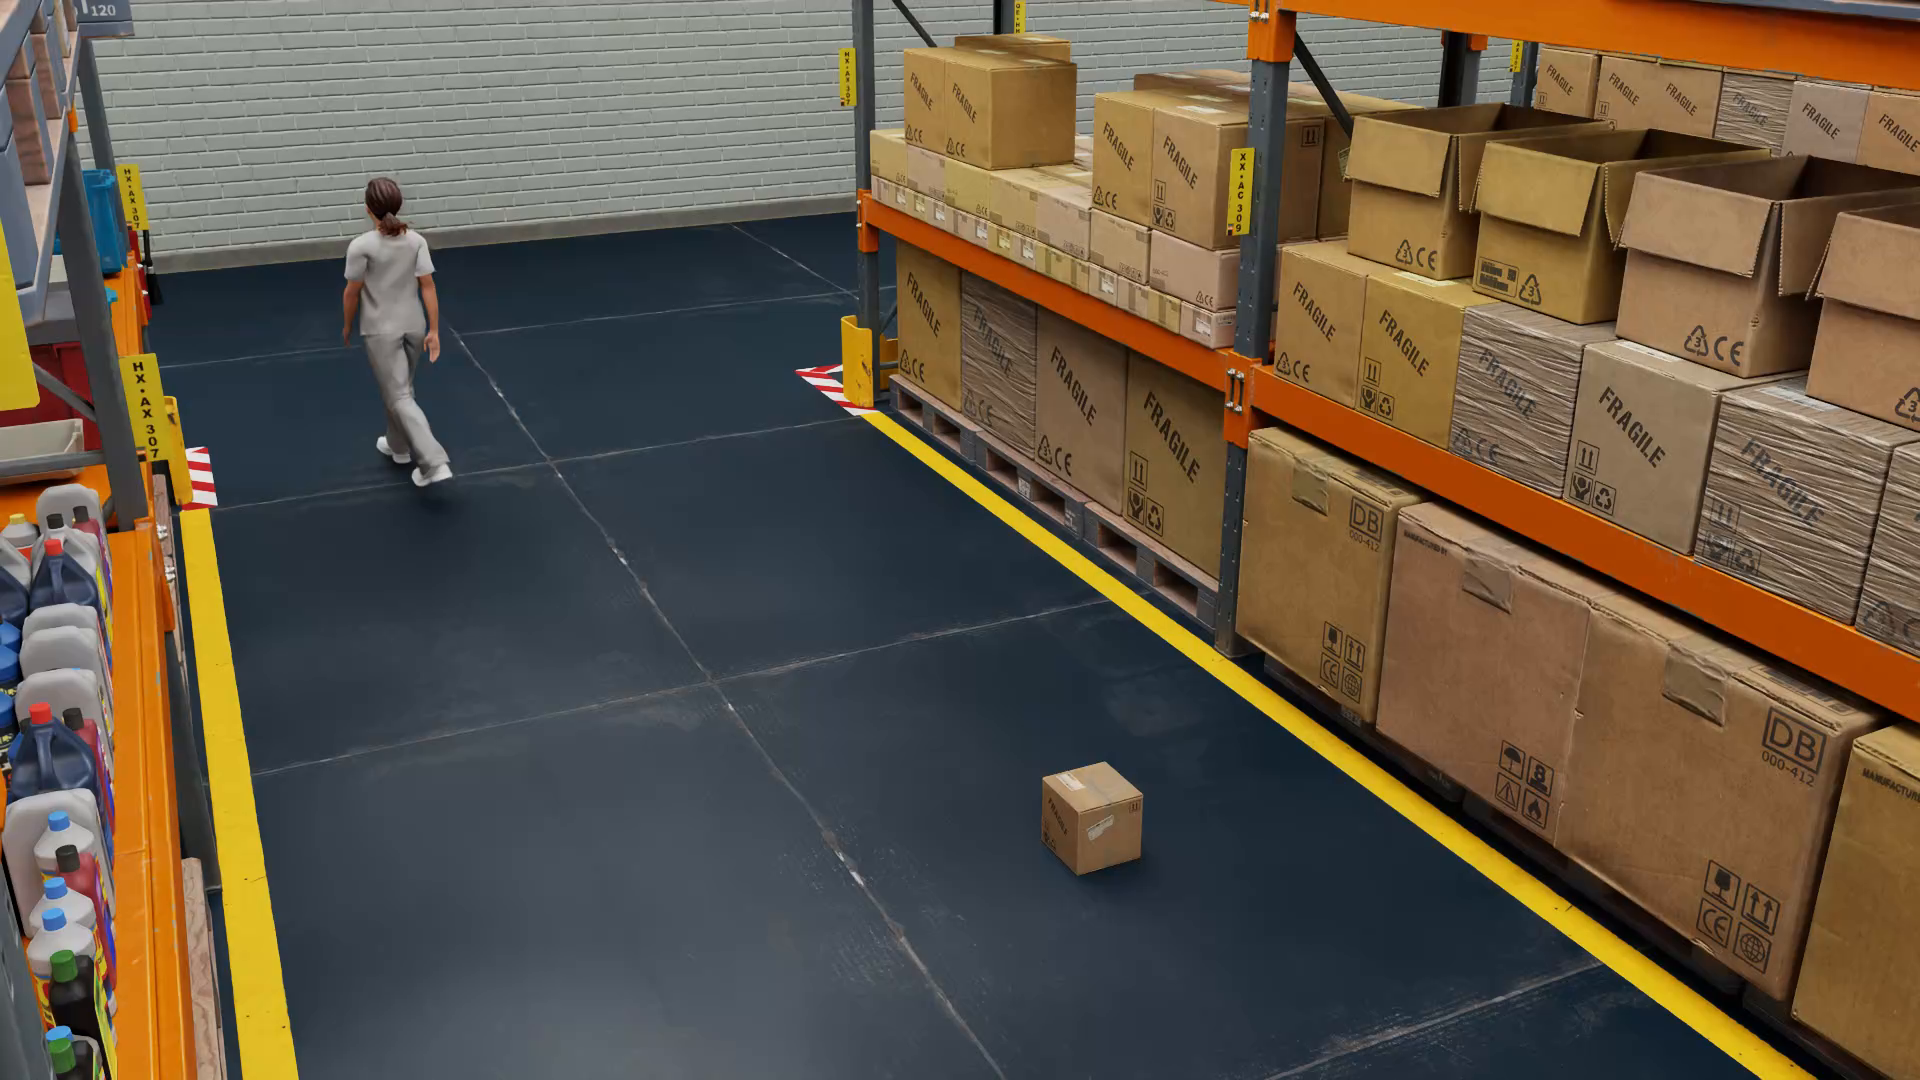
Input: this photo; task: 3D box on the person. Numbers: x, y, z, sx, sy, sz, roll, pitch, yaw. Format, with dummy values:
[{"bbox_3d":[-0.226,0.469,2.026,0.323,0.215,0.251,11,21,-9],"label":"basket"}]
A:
[{"bbox_3d":[-2.994,-1.101,8.799,1.026,1.624,0.441,20,29,40],"label":"person"}]
